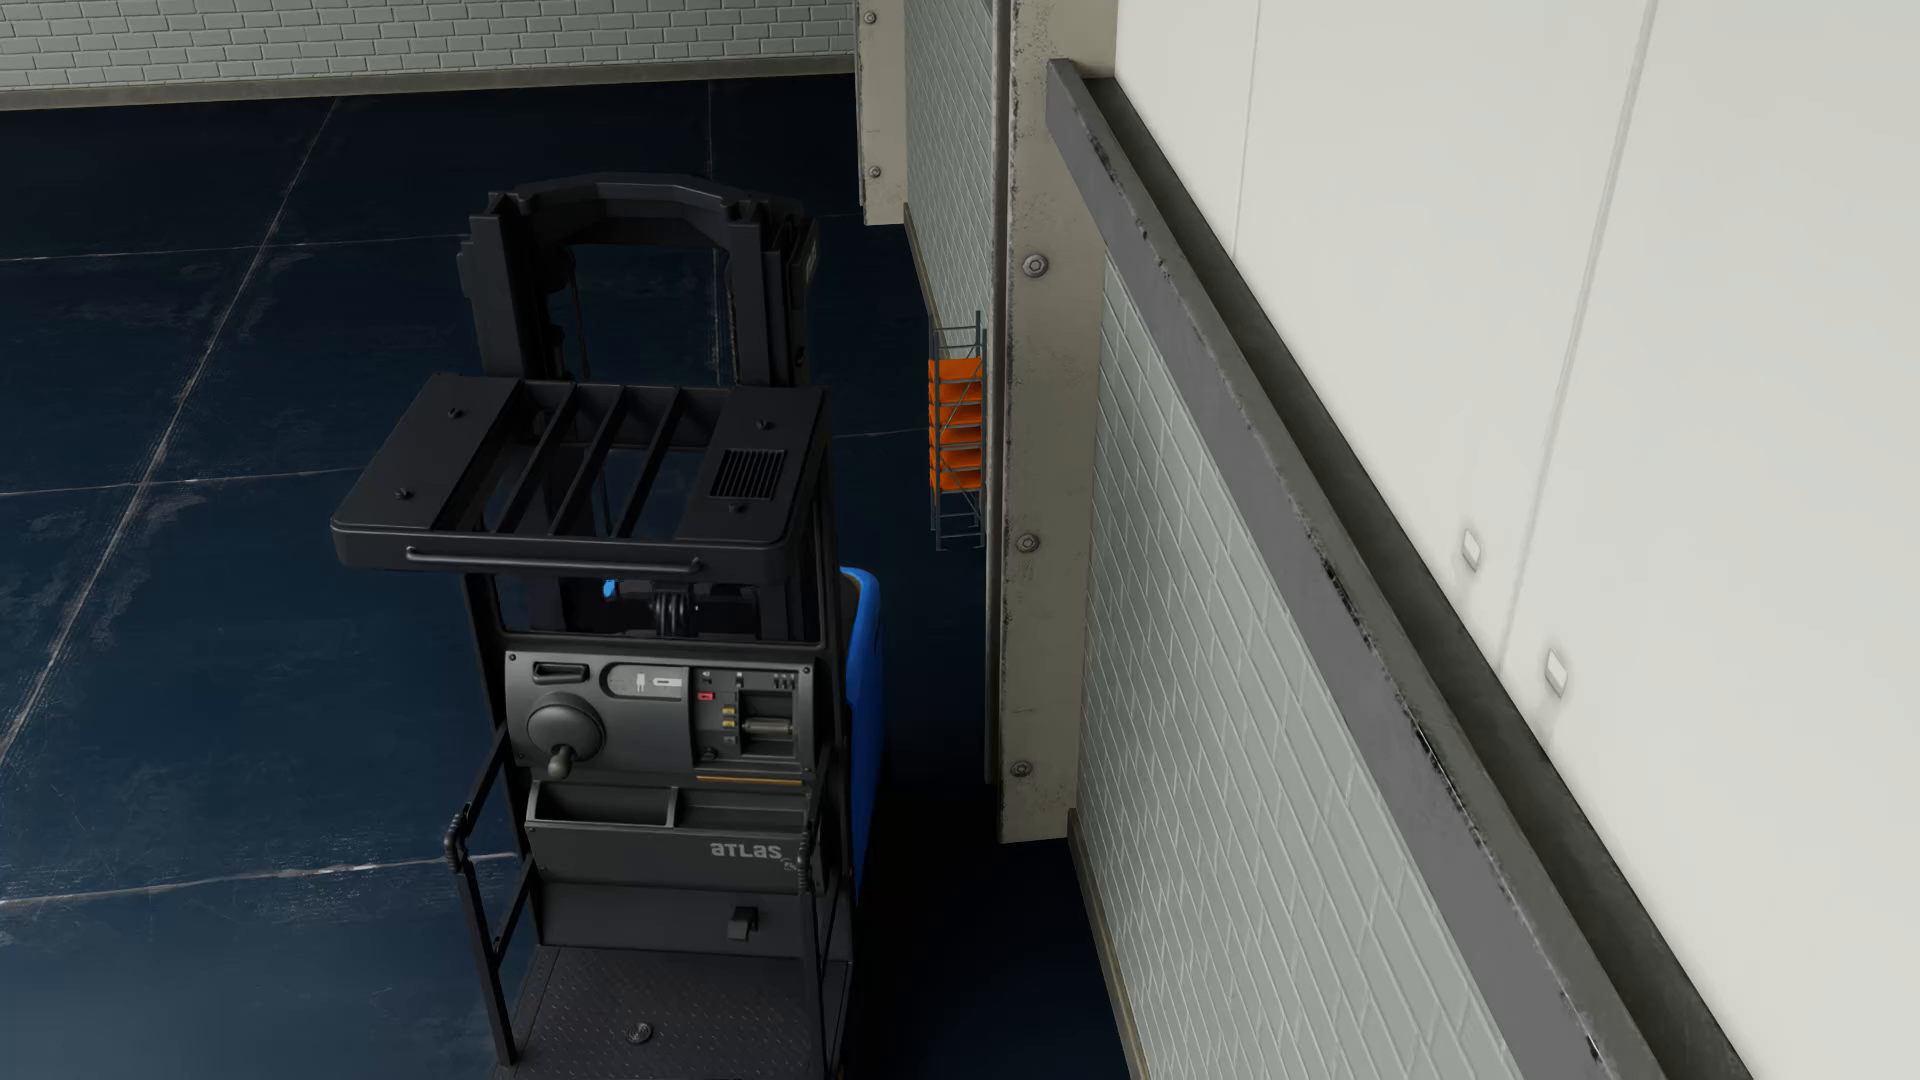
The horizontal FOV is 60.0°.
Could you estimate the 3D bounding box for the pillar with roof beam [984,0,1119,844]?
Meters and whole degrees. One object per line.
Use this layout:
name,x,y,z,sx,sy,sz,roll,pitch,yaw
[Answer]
pillar with roof beam,-3.988,-2.327,3.674,9.100,9.000,0.400,-4,35,-6

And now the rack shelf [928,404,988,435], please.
rack shelf,-0.011,-0.564,7.879,0.258,0.103,0.180,-5,35,-7

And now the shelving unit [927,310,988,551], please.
shelving unit,-0.011,-0.502,7.921,0.258,1.200,0.189,-5,35,-7

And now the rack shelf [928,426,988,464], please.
rack shelf,-0.011,-0.465,7.946,0.258,0.103,0.180,-5,35,-7

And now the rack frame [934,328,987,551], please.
rack frame,0.003,-0.451,7.846,0.240,1.200,0.006,-5,35,-7

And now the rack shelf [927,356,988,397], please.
rack shelf,-0.011,-0.763,7.743,0.258,0.103,0.180,-5,35,-7

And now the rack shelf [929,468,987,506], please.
rack shelf,-0.011,-0.267,8.081,0.258,0.103,0.180,-5,35,-7

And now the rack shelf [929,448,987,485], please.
rack shelf,-0.011,-0.366,8.014,0.258,0.103,0.180,-5,35,-7

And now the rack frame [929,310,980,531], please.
rack frame,-0.025,-0.553,7.996,0.240,1.200,0.006,-5,35,-7

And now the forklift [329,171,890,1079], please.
forklift,-0.907,0.587,4.787,1.130,2.935,3.031,2,34,3

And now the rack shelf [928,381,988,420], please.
rack shelf,-0.011,-0.664,7.811,0.258,0.103,0.180,-5,35,-7

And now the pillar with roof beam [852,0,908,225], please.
pillar with roof beam,-4.795,-5.675,8.587,9.100,9.000,0.400,-4,35,-6
